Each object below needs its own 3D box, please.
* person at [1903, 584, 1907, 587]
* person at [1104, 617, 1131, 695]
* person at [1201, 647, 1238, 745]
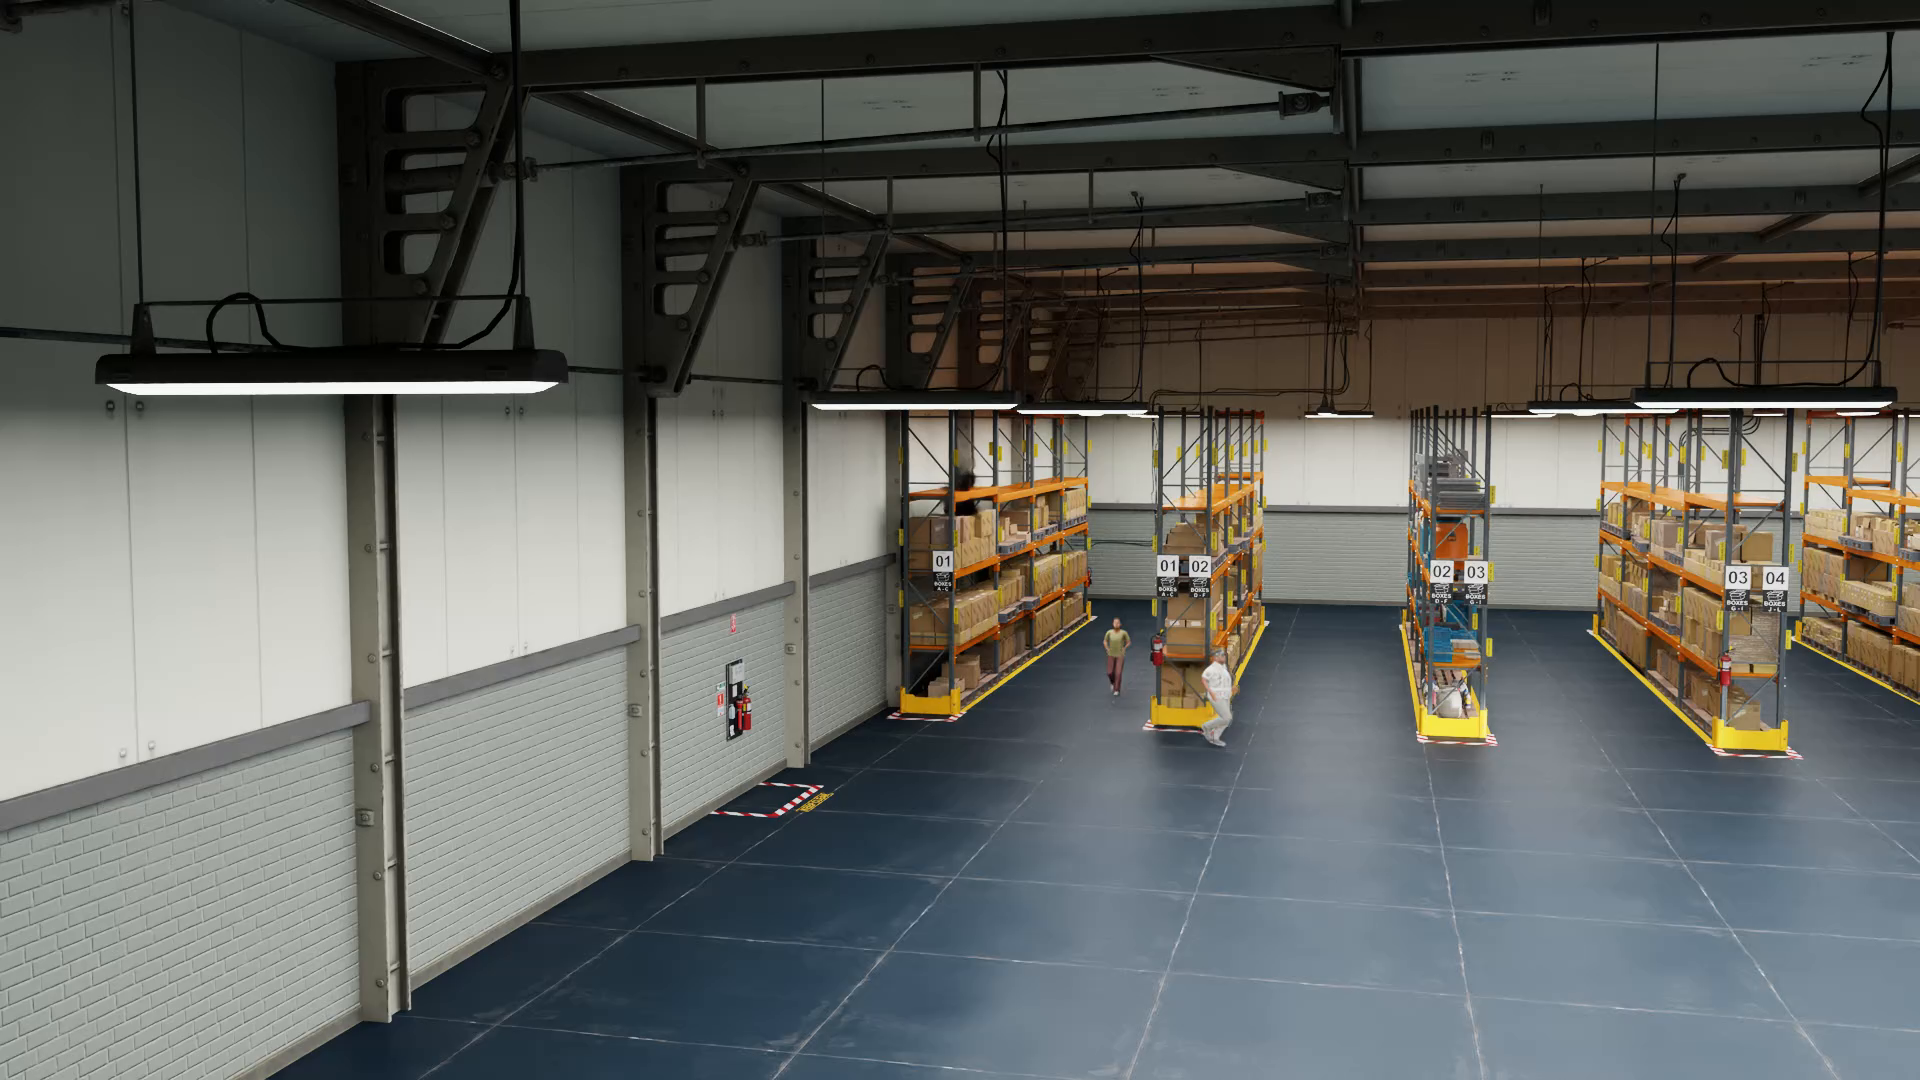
[{"bbox_3d":[24.040,1.909,42.283,0.575,1.557,0.670,0,4,7],"label":"person"},{"bbox_3d":[3.265,2.422,34.664,0.576,1.622,0.559,1,4,11],"label":"person"},{"bbox_3d":[4.595,2.758,29.301,0.598,1.745,0.661,3,5,34],"label":"person"}]
